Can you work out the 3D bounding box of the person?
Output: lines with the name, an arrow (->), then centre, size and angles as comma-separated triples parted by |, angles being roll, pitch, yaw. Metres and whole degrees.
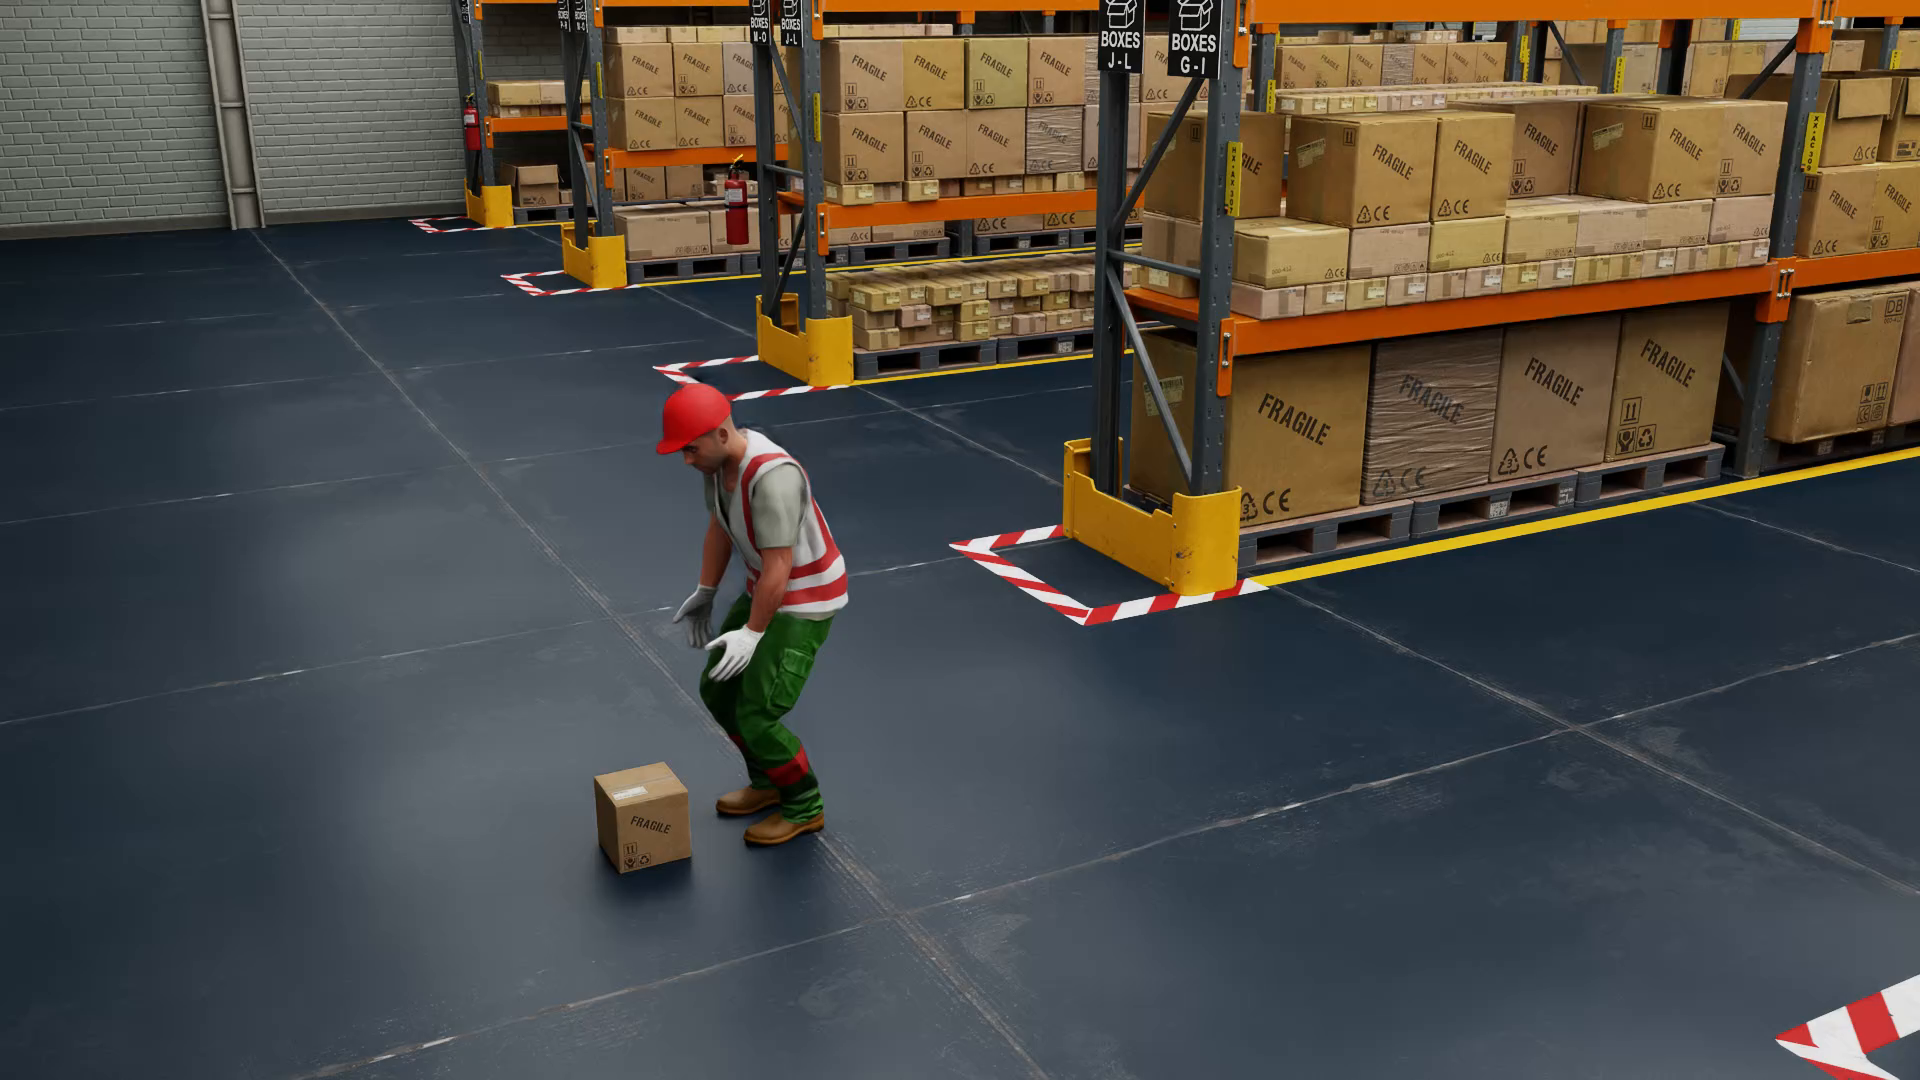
person -> -0.683, 0.243, 5.581 | 0.625, 1.604, 0.572 | -9, 20, -26
